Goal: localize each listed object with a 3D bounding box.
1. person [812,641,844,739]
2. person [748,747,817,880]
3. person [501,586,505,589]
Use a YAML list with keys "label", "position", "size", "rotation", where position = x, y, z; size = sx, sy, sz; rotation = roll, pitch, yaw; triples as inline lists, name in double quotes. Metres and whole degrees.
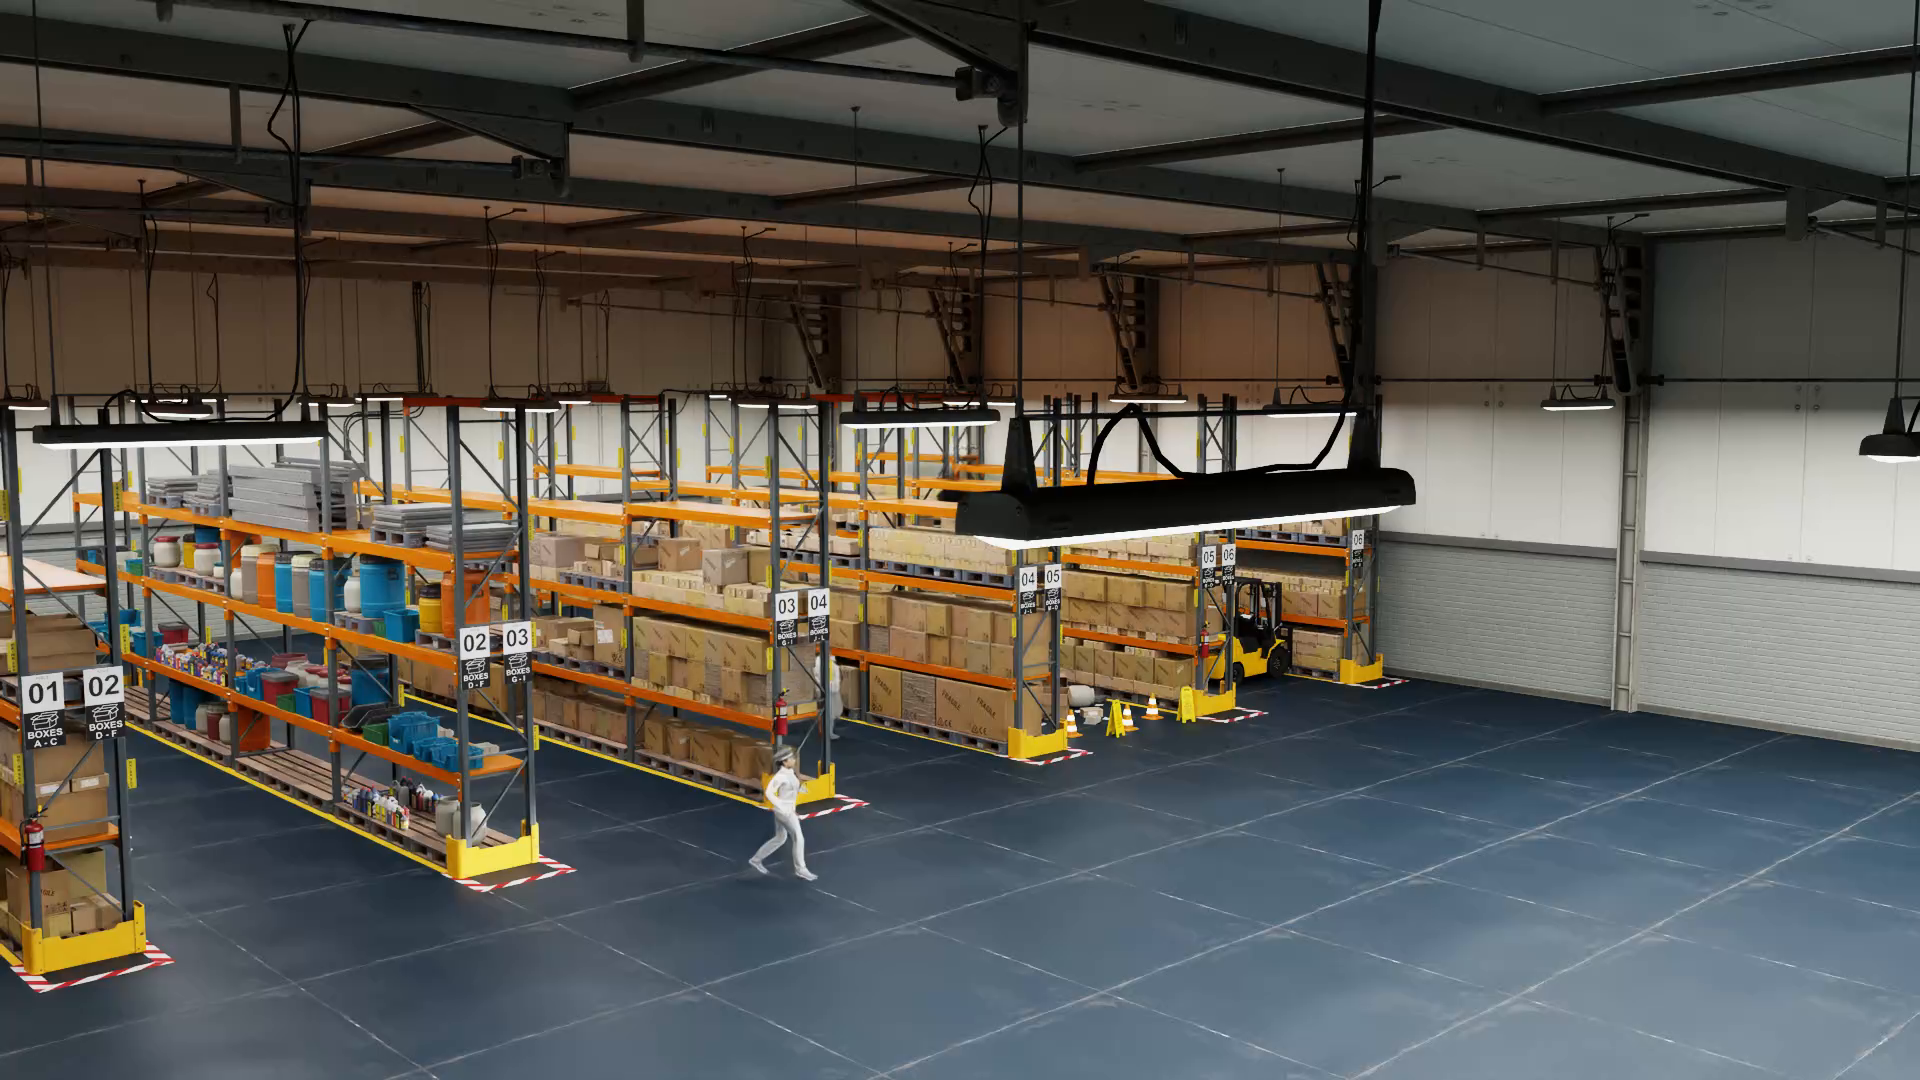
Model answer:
- label: "person"
  position: [-2.367, 2.627, 29.375]
  size: [0.645, 1.733, 0.664]
  rotation: [5, 7, 40]
- label: "person"
  position: [-2.246, 3.456, 21.043]
  size: [0.869, 1.718, 0.598]
  rotation: [-1, 6, -6]
- label: "person"
  position: [-10.400, 1.861, 37.909]
  size: [0.601, 1.627, 0.511]
  rotation: [-3, 6, -28]
